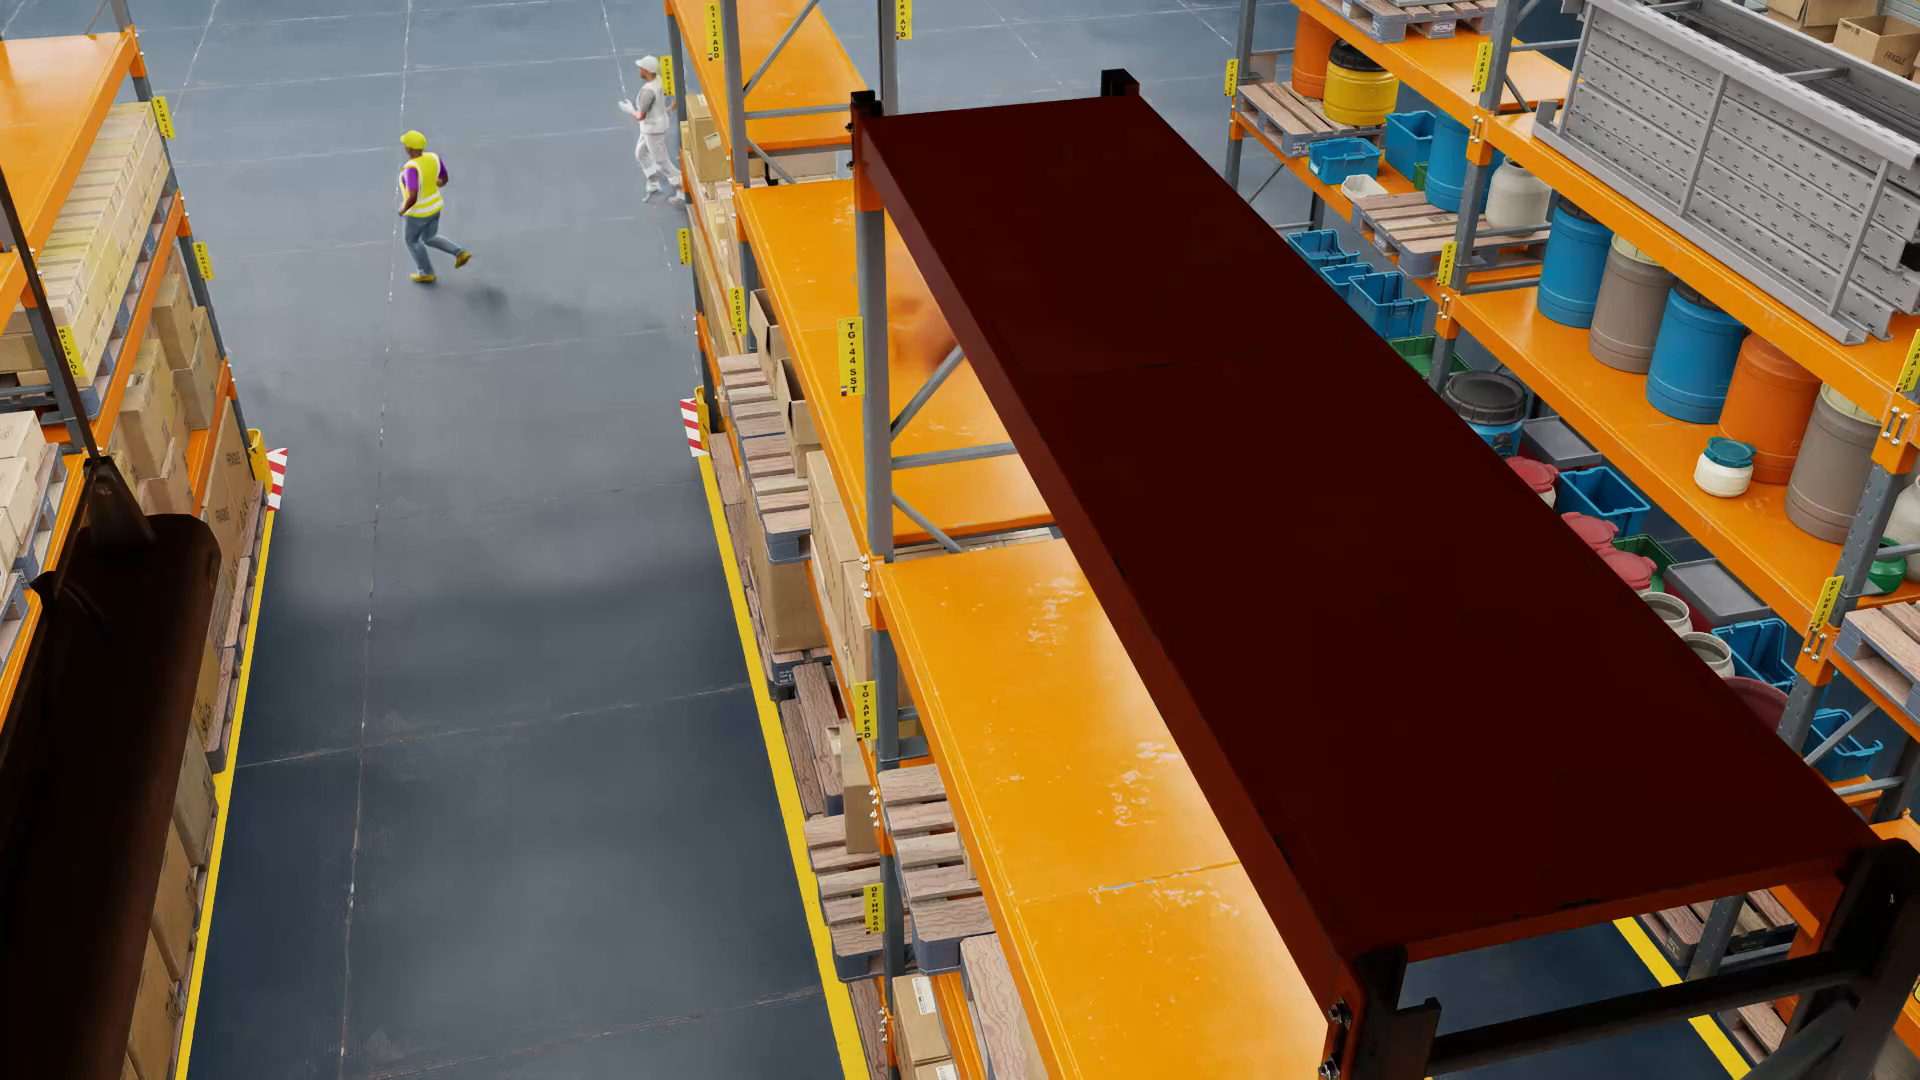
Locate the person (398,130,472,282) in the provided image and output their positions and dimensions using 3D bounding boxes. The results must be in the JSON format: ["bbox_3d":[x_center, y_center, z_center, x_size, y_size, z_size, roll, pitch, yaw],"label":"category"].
[{"bbox_3d":[-5.692,-3.517,17.723,0.793,1.732,0.711,14,37,19],"label":"person"}]

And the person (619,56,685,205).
[{"bbox_3d":[-3.562,-4.758,19.456,0.774,1.846,0.643,3,35,5],"label":"person"}]
